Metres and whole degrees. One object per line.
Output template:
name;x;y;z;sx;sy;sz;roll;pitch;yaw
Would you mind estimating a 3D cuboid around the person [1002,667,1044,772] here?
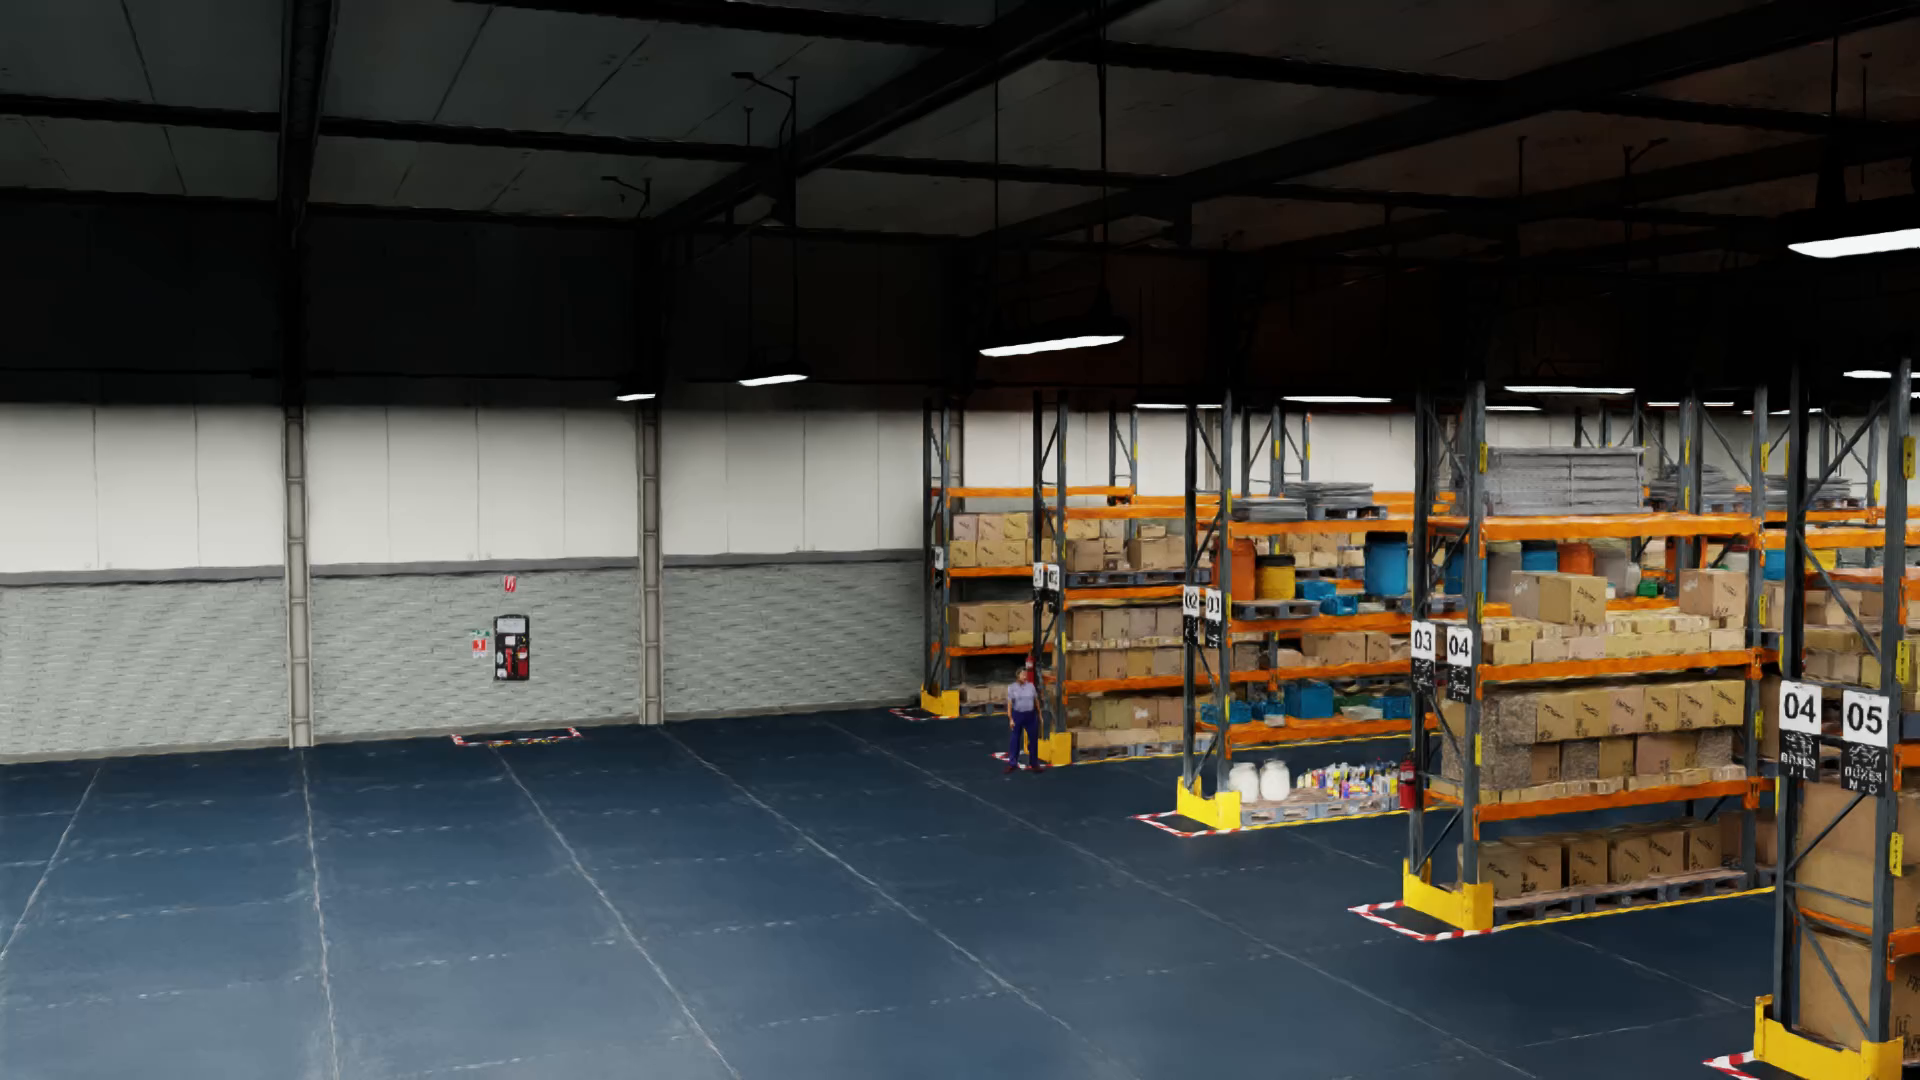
person;0.986;2.805;25.972;0.658;1.642;0.378;-1;3;-12
